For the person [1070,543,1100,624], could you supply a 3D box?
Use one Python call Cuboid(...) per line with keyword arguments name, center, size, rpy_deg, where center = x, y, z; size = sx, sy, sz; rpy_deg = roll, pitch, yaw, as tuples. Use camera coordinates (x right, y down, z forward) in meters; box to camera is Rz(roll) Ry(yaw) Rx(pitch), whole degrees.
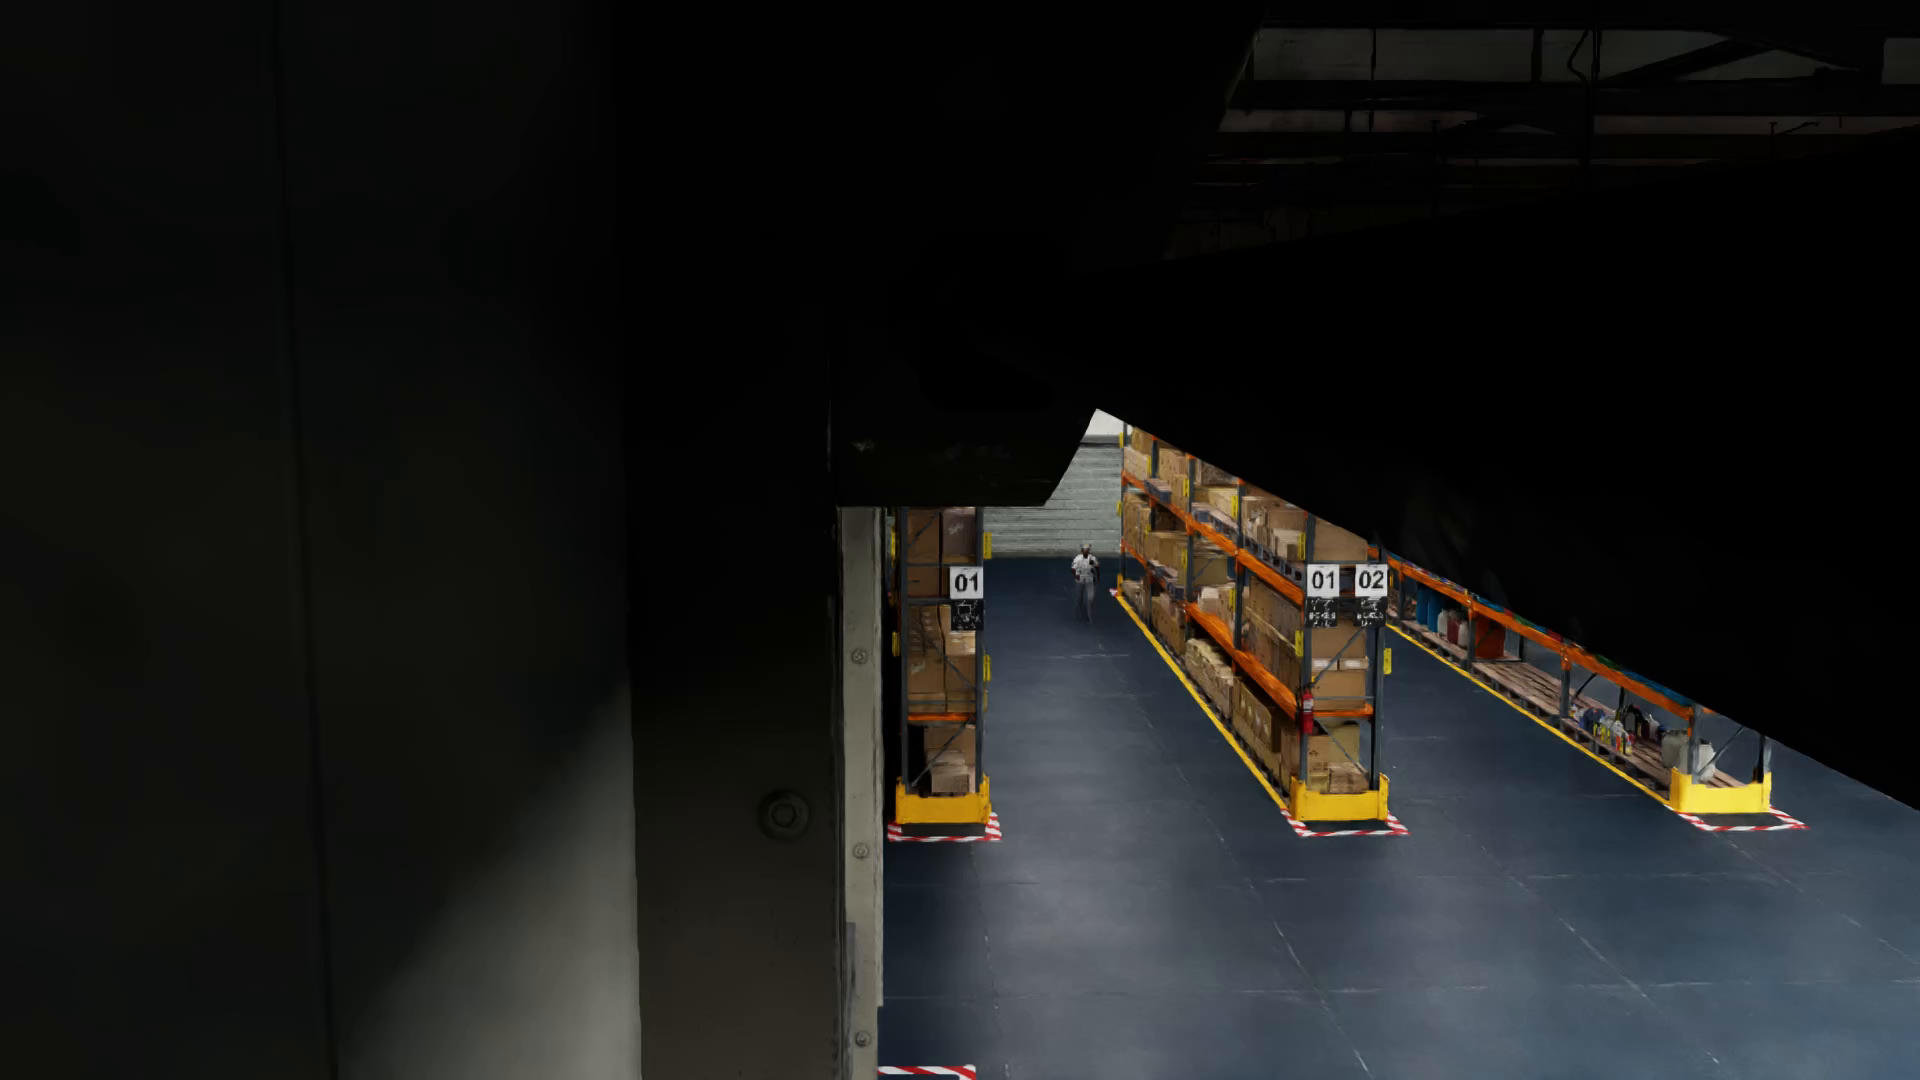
Cuboid(name="person", center=(2.518, 0.832, 33.486), size=(0.603, 1.620, 0.831), rpy_deg=(0, 8, 3))
